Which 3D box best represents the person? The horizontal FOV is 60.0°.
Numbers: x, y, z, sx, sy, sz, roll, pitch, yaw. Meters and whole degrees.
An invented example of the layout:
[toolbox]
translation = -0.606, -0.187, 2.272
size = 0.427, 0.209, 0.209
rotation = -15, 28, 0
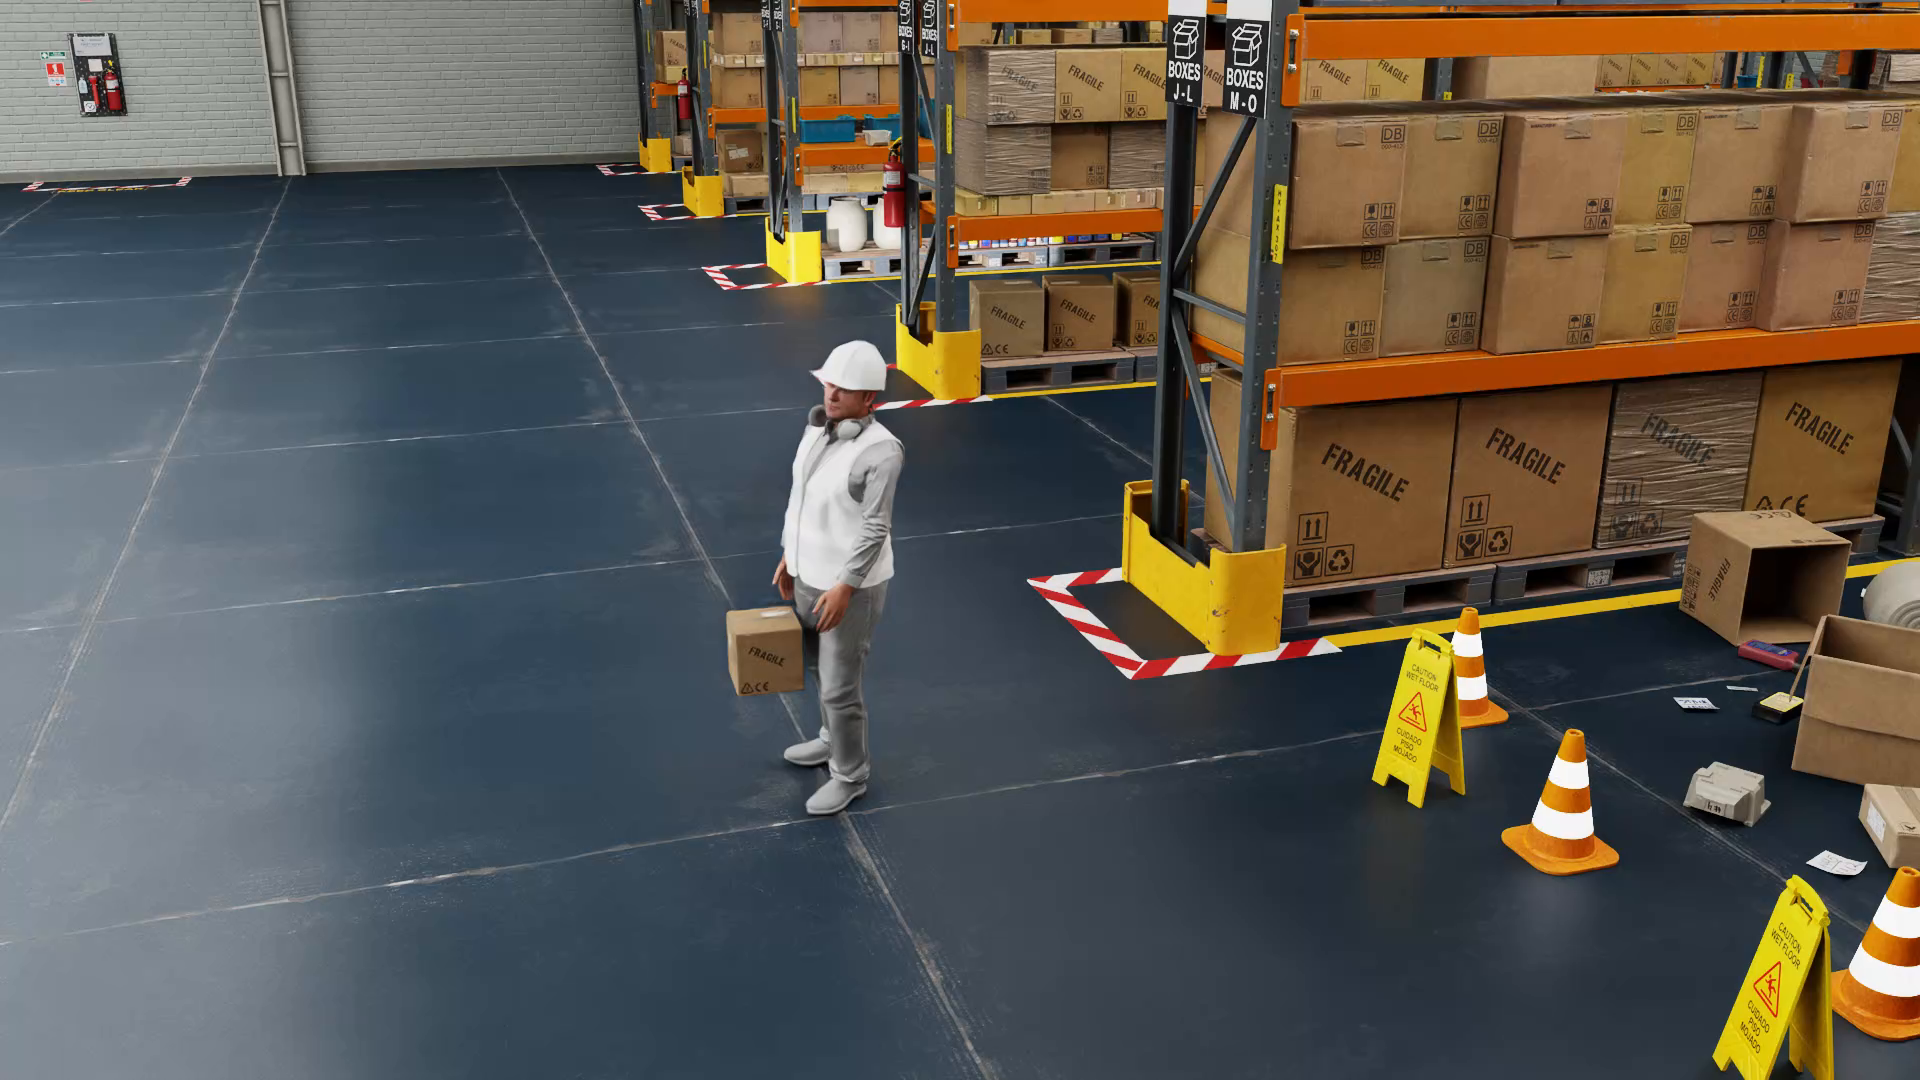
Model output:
[person]
translation = -0.484, 0.123, 6.179
size = 0.438, 1.768, 0.614
rotation = -14, 23, -34
